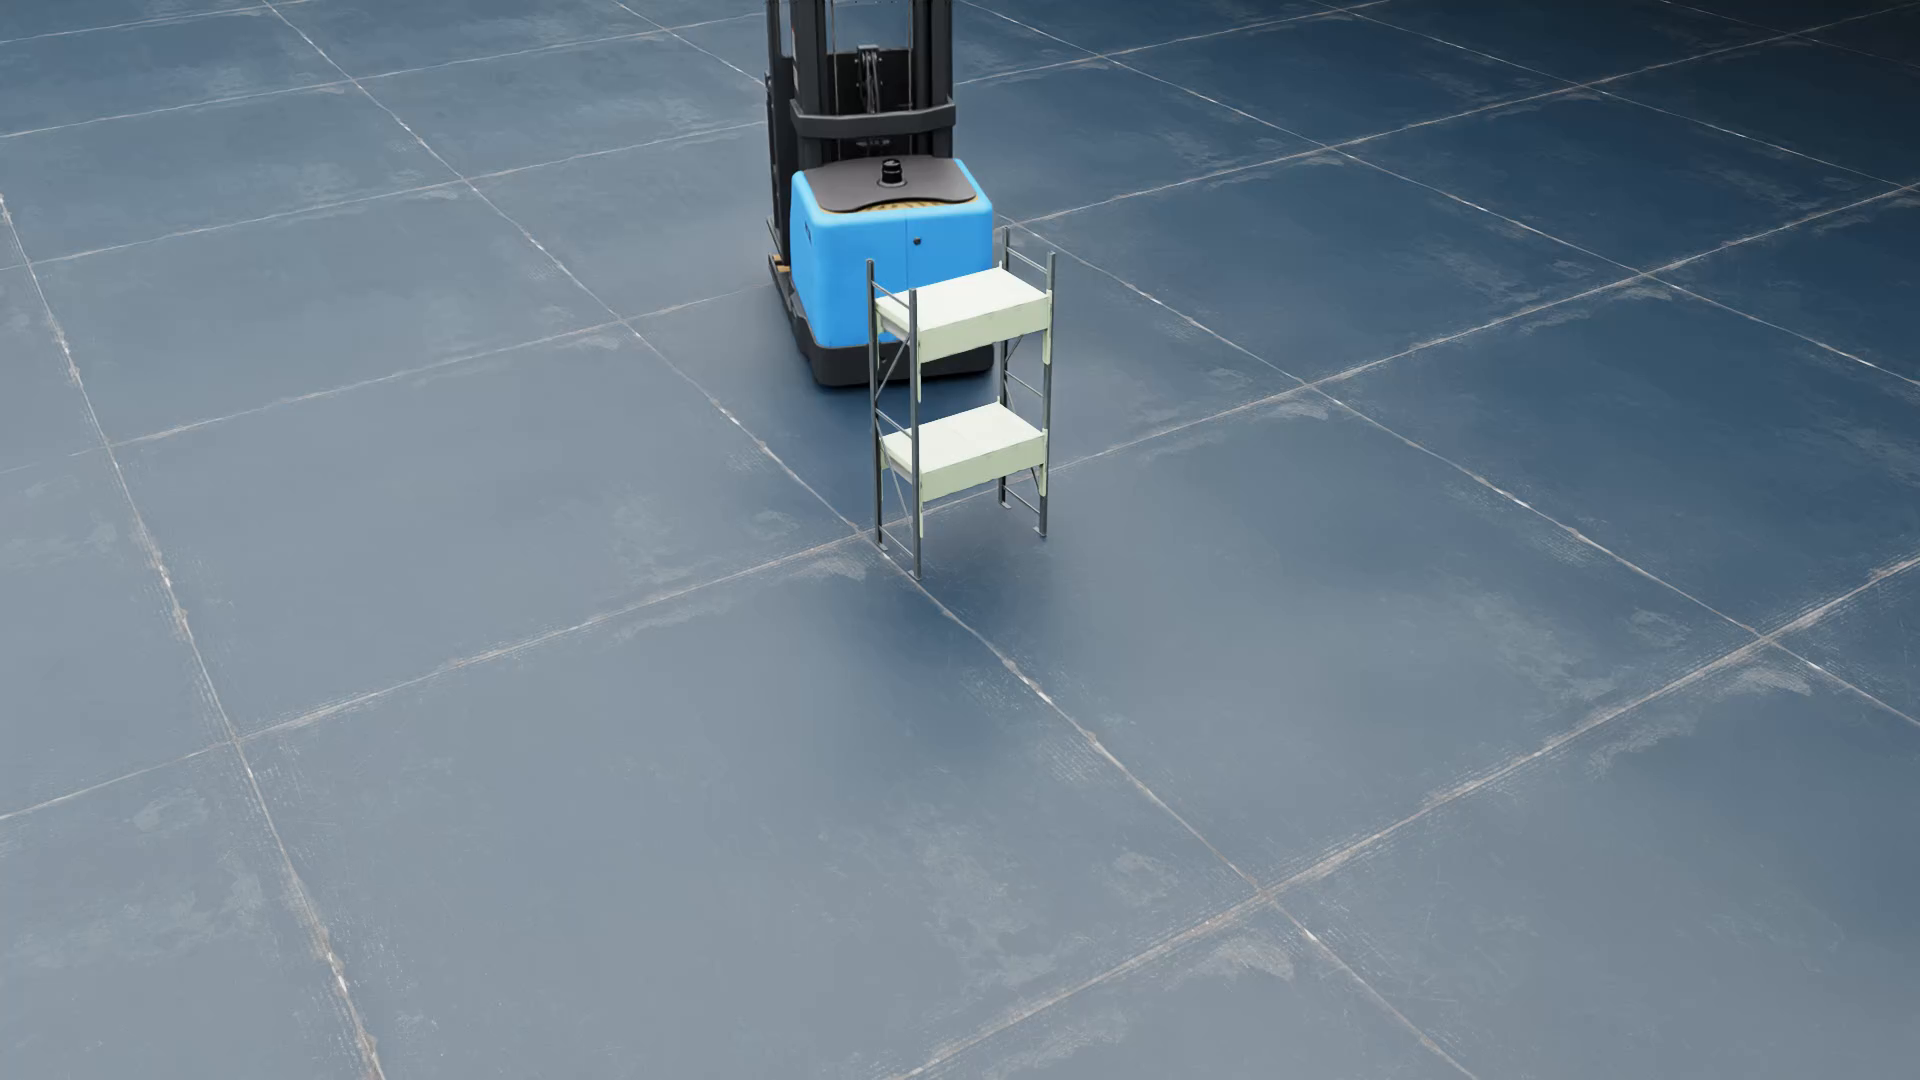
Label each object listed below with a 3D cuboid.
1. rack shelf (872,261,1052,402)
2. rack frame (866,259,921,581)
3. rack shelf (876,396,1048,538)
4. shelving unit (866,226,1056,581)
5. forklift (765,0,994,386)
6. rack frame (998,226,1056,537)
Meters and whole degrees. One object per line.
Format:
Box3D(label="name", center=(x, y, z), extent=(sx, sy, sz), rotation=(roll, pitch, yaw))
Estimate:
Box3D(label="rack shelf", center=(0.006, -0.966, 7.645), extent=(0.720, 0.370, 0.431), rotation=(-19, 37, -27))
Box3D(label="rack frame", center=(-0.302, -0.530, 7.685), extent=(0.023, 1.500, 0.400), rotation=(-19, 37, -27))
Box3D(label="rack shelf", center=(0.006, -0.361, 8.027), extent=(0.720, 0.370, 0.431), rotation=(-19, 37, -27))
Box3D(label="shelving unit", center=(0.006, -0.636, 7.853), extent=(0.755, 1.500, 0.431), rotation=(-19, 37, -27))
Box3D(label="forklift", center=(-0.642, -2.897, 10.095), extent=(1.130, 2.935, 3.031), rotation=(-7, 33, -11))
Box3D(label="rack frame", center=(0.313, -0.742, 8.021), extent=(0.023, 1.500, 0.400), rotation=(-19, 37, -27))
